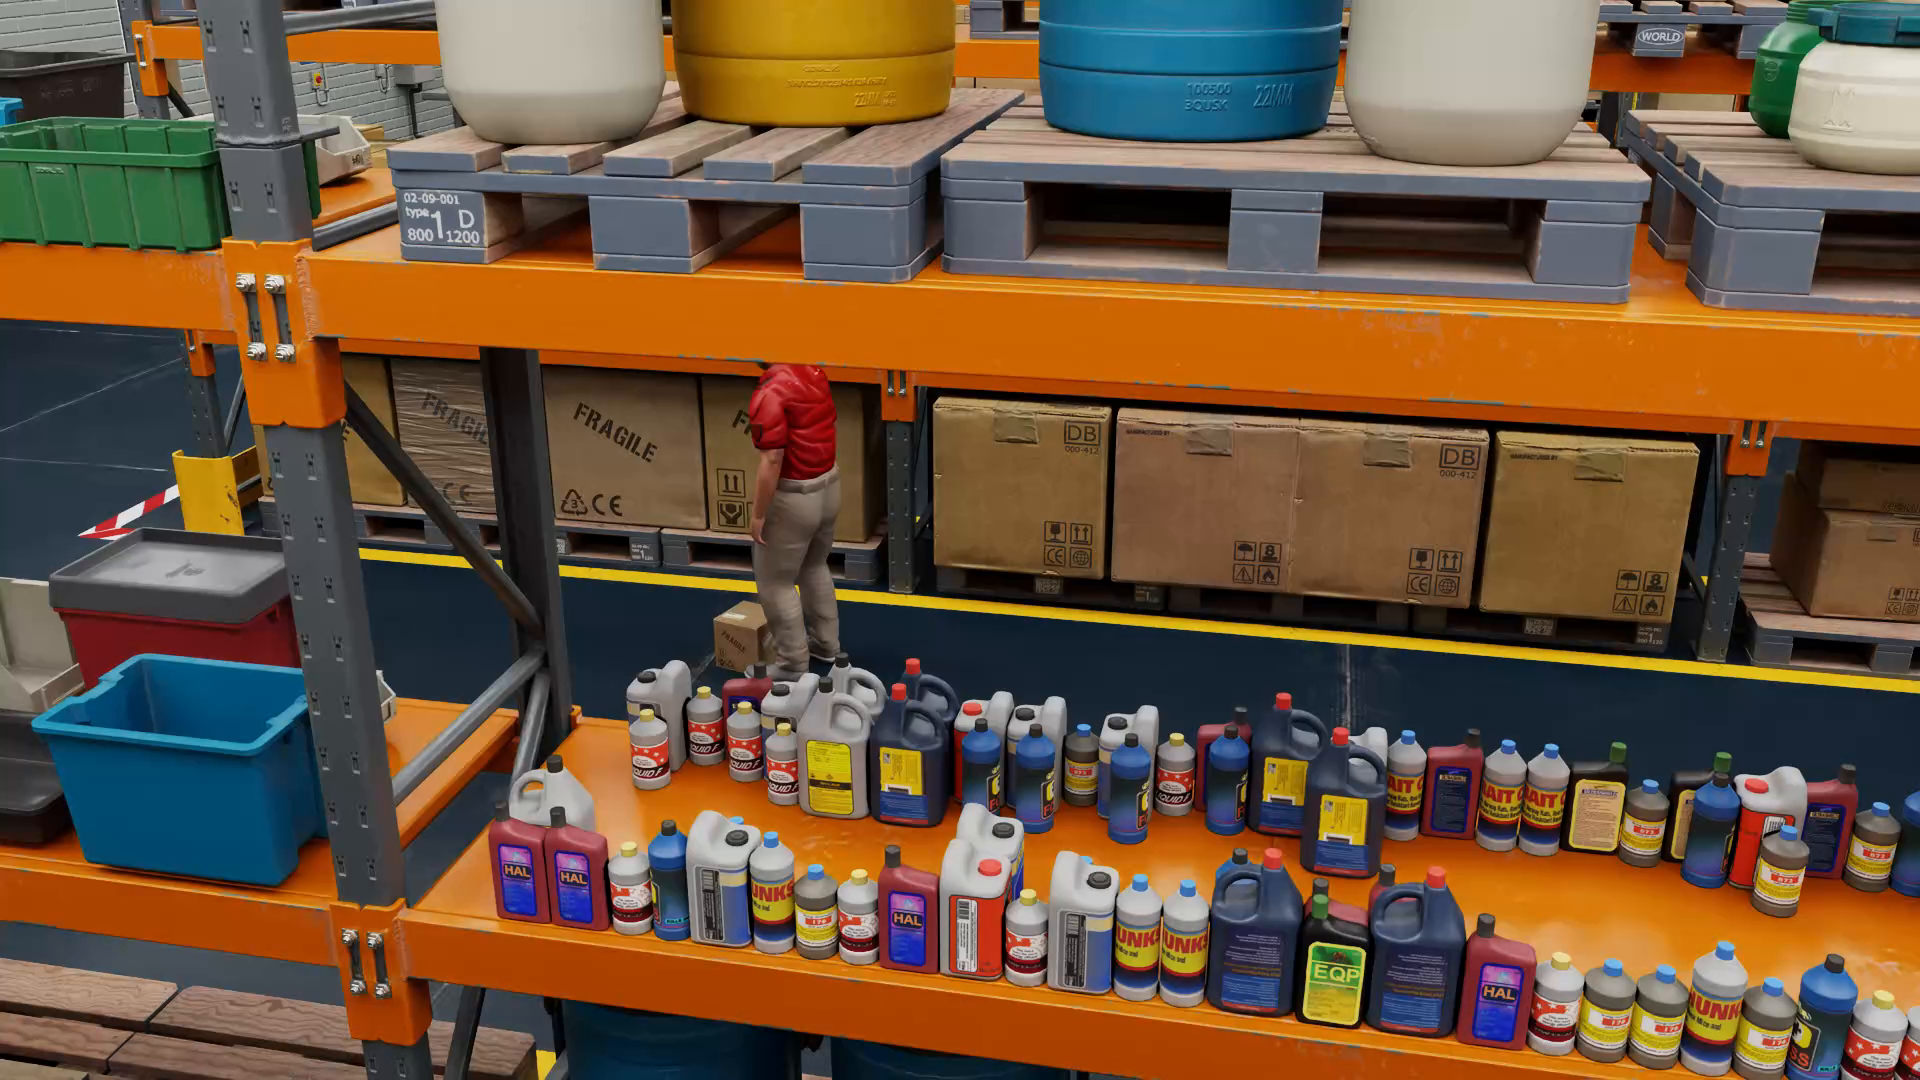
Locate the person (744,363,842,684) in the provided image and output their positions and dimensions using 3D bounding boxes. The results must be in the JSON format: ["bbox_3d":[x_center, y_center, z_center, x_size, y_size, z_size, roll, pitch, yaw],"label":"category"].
[{"bbox_3d":[-0.765,-0.180,7.564,0.396,1.726,0.585,11,24,25],"label":"person"}]
